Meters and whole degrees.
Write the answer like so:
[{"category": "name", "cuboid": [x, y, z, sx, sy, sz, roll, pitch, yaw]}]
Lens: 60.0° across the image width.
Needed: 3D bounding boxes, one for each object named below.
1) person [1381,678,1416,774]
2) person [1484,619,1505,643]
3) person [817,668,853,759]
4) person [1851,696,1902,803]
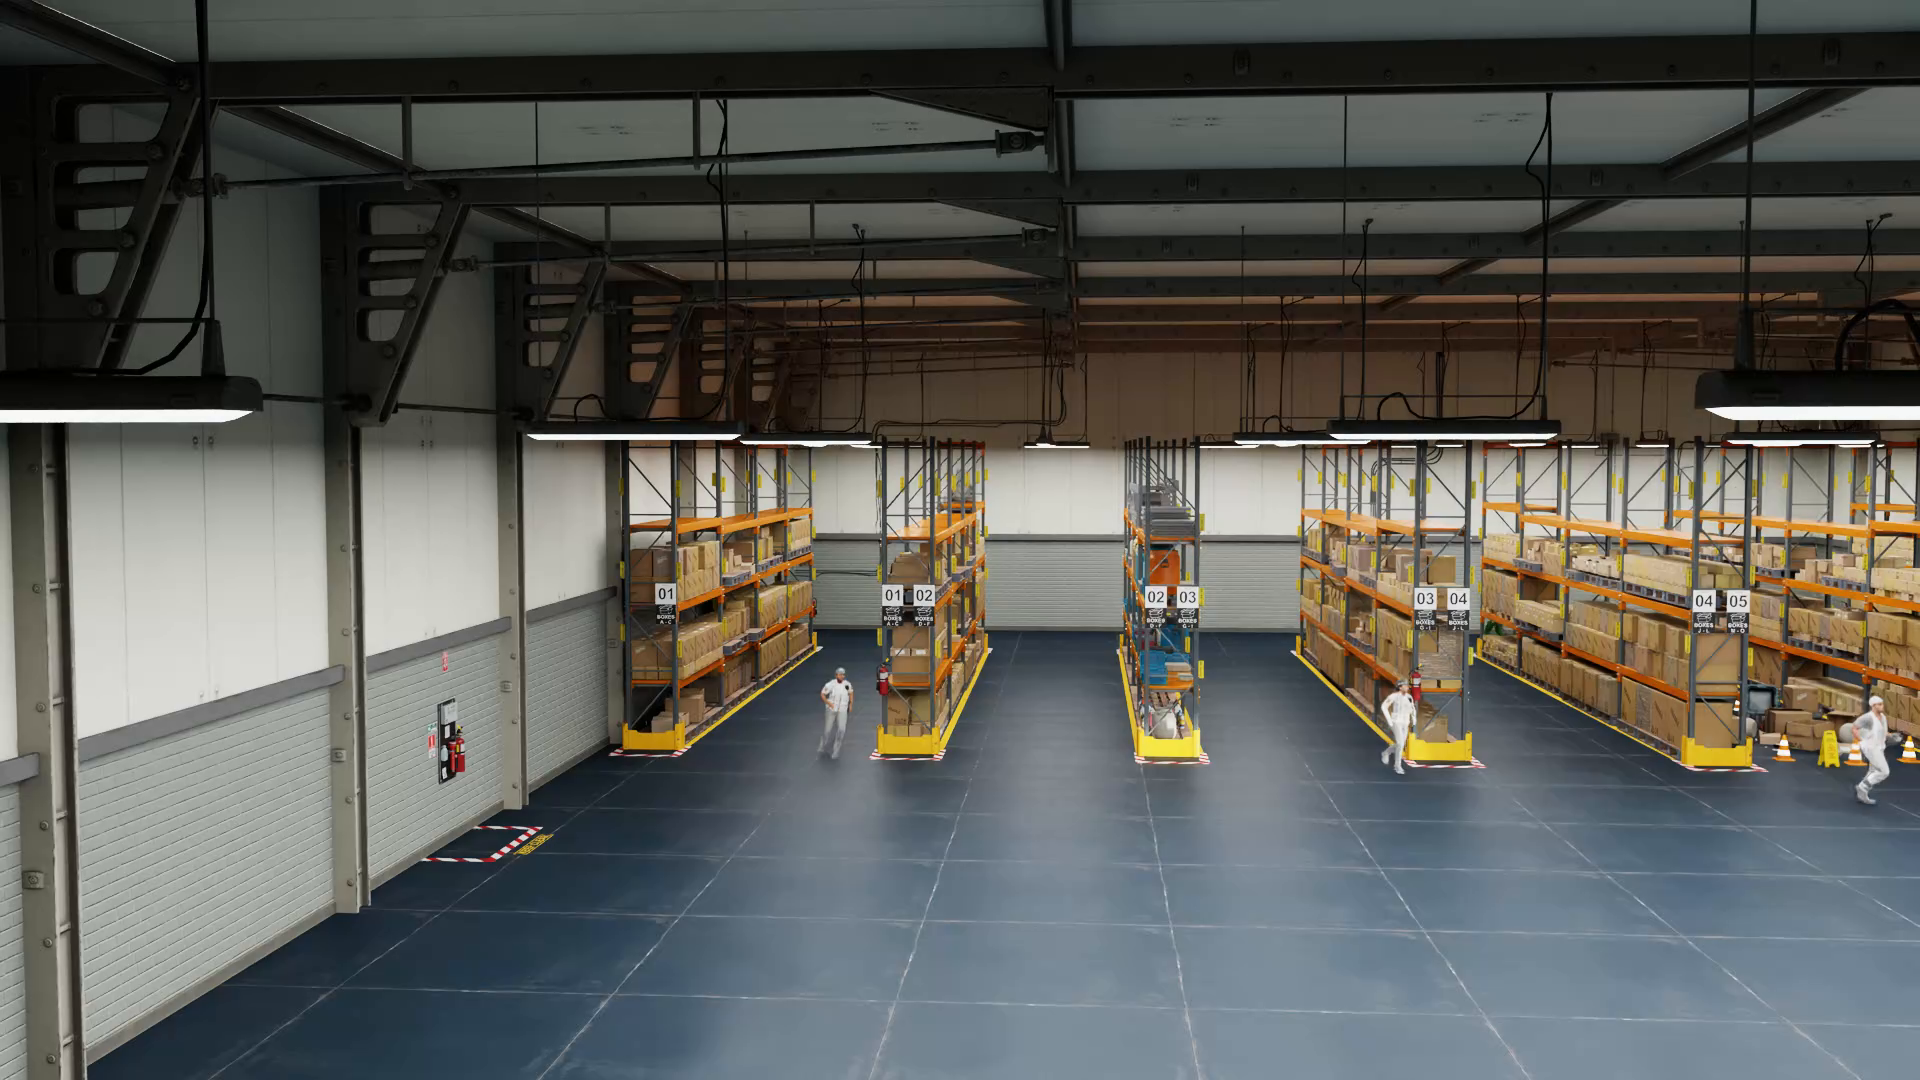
[{"category": "person", "cuboid": [7.887, 3.309, 29.850, 0.656, 1.676, 0.678, -1, 3, -23]}, {"category": "person", "cuboid": [15.254, 2.281, 47.664, 0.893, 1.760, 0.716, 3, 4, 44]}, {"category": "person", "cuboid": [-2.319, 3.244, 31.275, 0.693, 1.691, 0.698, -1, 3, -14]}, {"category": "person", "cuboid": [14.843, 3.397, 26.877, 0.630, 1.748, 0.612, -2, 4, -35]}]
